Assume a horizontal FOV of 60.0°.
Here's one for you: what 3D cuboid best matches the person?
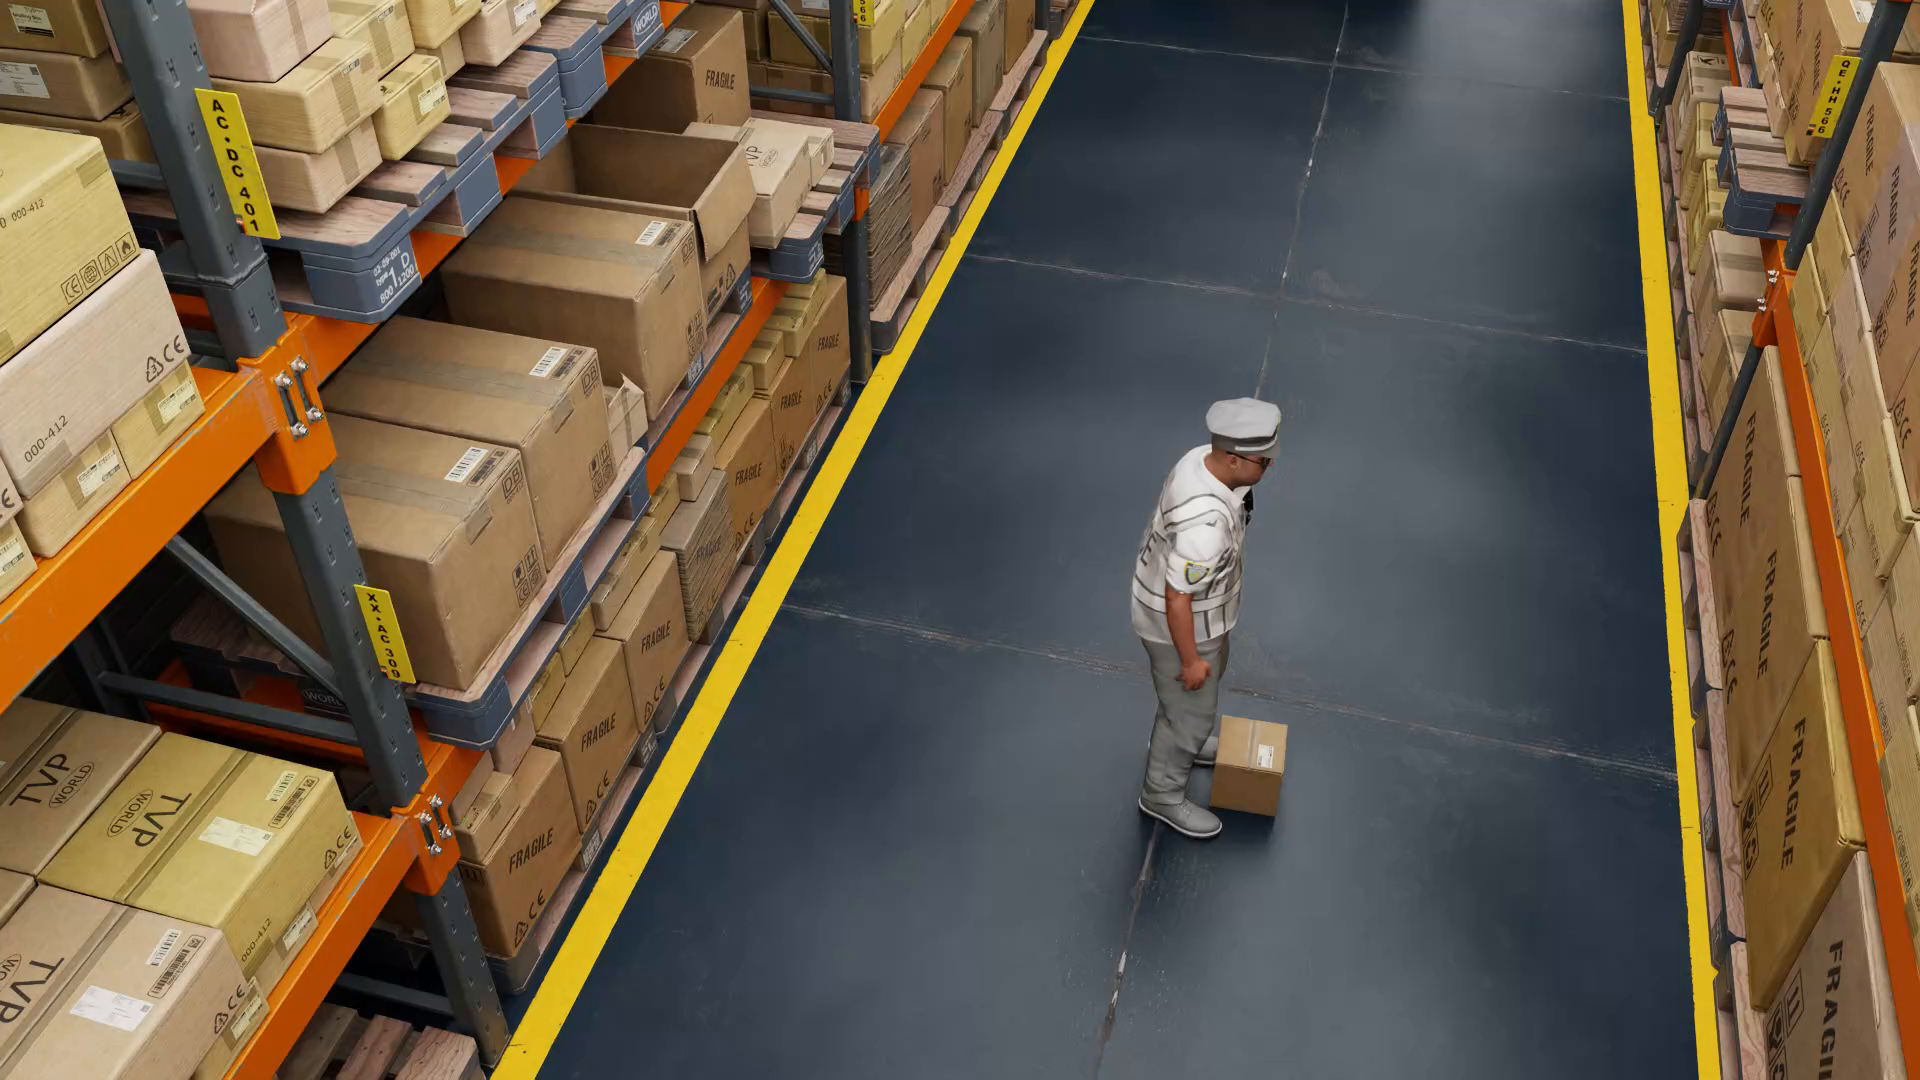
[{"bbox_3d":[0.822,0.253,5.859,0.438,1.747,0.584,10,42,11],"label":"person"}]
